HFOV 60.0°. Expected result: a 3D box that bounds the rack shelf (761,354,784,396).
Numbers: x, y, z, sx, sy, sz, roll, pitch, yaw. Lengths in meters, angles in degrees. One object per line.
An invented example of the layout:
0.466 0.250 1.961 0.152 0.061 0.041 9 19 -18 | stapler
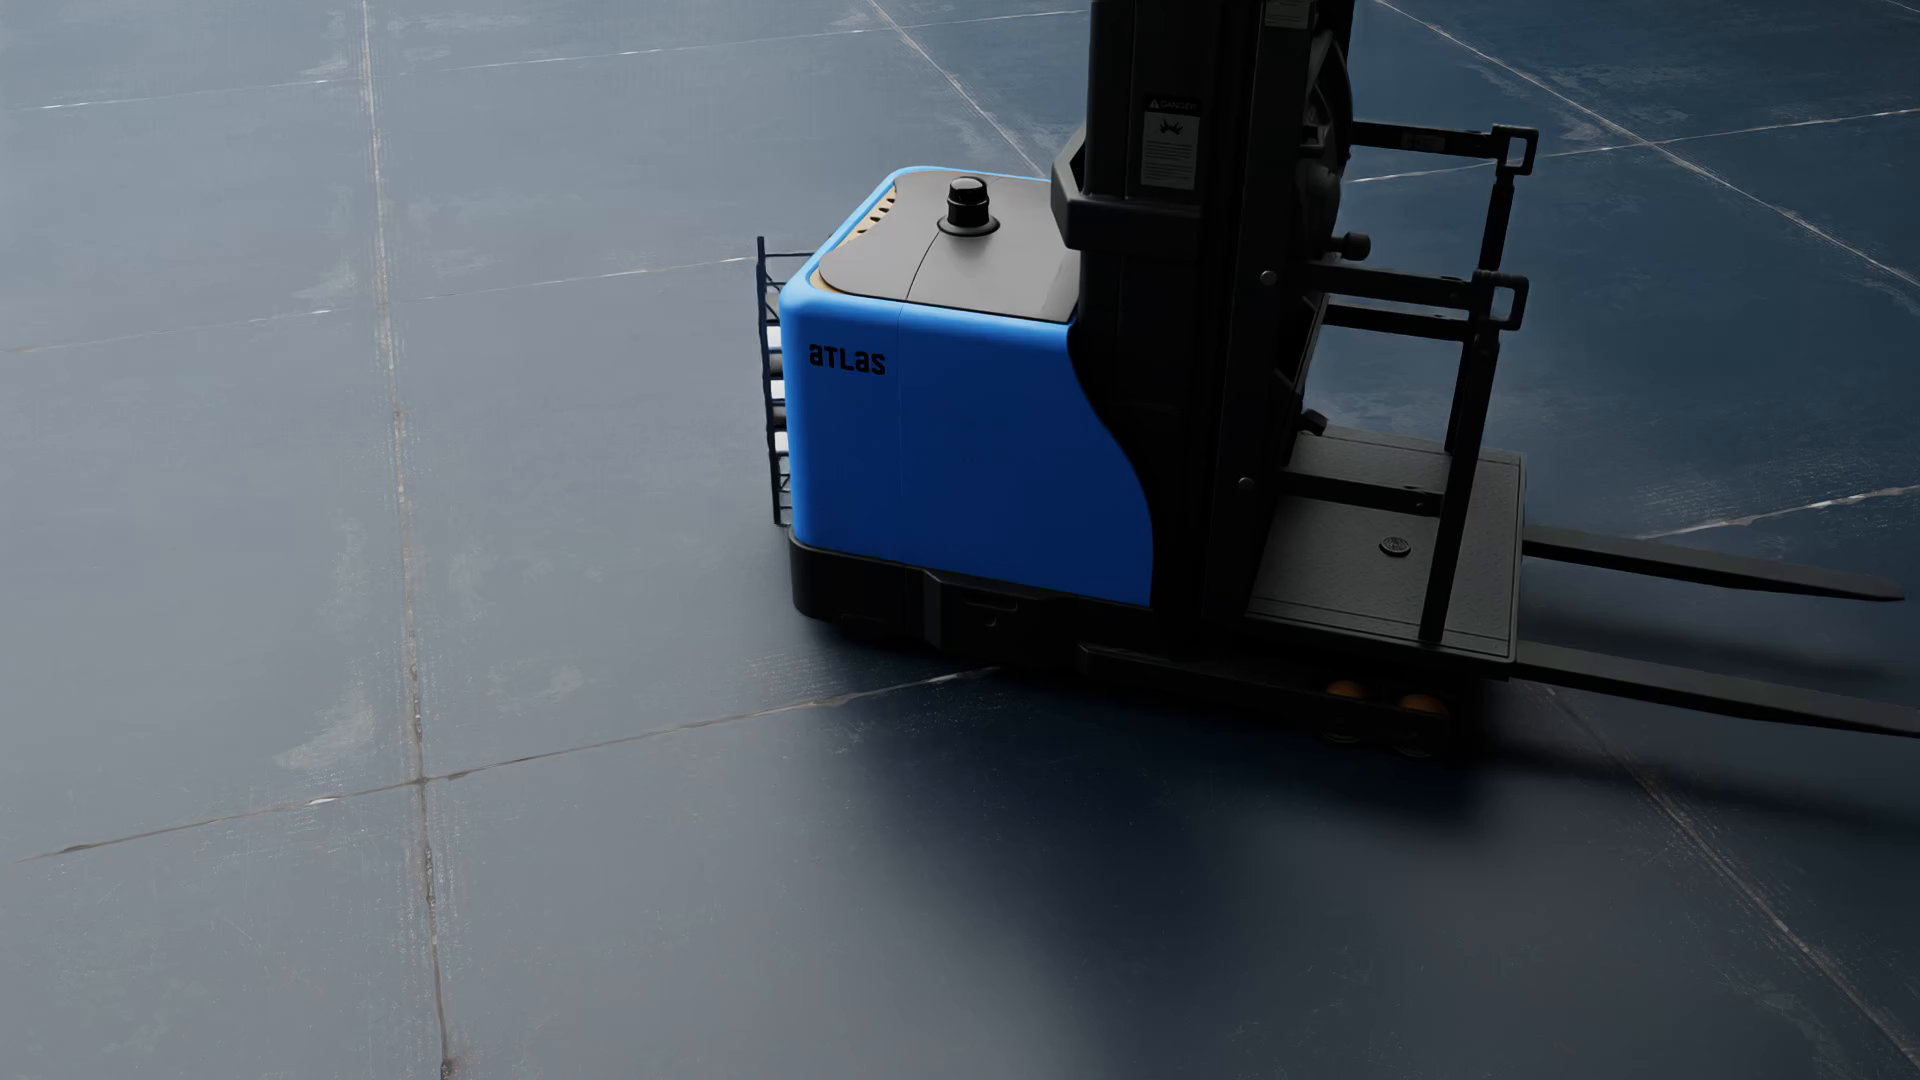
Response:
-0.483 -0.533 5.137 0.258 0.077 0.200 -3 34 -4 | rack shelf

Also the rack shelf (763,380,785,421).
-0.483 -0.458 5.187 0.258 0.077 0.200 -3 34 -4 | rack shelf

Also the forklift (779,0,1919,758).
1.088 -0.979 4.072 3.031 2.935 1.130 10 35 14 | forklift

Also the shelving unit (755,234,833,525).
-0.483 -0.485 5.168 0.258 0.900 0.210 -3 34 -4 | shelving unit

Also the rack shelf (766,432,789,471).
-0.483 -0.307 5.286 0.258 0.077 0.200 -3 34 -4 | rack shelf

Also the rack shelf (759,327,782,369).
-0.483 -0.608 5.087 0.258 0.077 0.200 -3 34 -4 | rack shelf

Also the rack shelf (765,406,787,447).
-0.483 -0.383 5.236 0.258 0.077 0.200 -3 34 -4 | rack shelf

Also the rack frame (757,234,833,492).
-0.491 -0.541 5.253 0.240 0.900 0.006 -3 34 -4 | rack frame

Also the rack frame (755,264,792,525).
-0.474 -0.430 5.084 0.240 0.900 0.006 -3 34 -4 | rack frame

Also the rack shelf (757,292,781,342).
-0.483 -0.683 5.038 0.258 0.077 0.200 -3 34 -4 | rack shelf
